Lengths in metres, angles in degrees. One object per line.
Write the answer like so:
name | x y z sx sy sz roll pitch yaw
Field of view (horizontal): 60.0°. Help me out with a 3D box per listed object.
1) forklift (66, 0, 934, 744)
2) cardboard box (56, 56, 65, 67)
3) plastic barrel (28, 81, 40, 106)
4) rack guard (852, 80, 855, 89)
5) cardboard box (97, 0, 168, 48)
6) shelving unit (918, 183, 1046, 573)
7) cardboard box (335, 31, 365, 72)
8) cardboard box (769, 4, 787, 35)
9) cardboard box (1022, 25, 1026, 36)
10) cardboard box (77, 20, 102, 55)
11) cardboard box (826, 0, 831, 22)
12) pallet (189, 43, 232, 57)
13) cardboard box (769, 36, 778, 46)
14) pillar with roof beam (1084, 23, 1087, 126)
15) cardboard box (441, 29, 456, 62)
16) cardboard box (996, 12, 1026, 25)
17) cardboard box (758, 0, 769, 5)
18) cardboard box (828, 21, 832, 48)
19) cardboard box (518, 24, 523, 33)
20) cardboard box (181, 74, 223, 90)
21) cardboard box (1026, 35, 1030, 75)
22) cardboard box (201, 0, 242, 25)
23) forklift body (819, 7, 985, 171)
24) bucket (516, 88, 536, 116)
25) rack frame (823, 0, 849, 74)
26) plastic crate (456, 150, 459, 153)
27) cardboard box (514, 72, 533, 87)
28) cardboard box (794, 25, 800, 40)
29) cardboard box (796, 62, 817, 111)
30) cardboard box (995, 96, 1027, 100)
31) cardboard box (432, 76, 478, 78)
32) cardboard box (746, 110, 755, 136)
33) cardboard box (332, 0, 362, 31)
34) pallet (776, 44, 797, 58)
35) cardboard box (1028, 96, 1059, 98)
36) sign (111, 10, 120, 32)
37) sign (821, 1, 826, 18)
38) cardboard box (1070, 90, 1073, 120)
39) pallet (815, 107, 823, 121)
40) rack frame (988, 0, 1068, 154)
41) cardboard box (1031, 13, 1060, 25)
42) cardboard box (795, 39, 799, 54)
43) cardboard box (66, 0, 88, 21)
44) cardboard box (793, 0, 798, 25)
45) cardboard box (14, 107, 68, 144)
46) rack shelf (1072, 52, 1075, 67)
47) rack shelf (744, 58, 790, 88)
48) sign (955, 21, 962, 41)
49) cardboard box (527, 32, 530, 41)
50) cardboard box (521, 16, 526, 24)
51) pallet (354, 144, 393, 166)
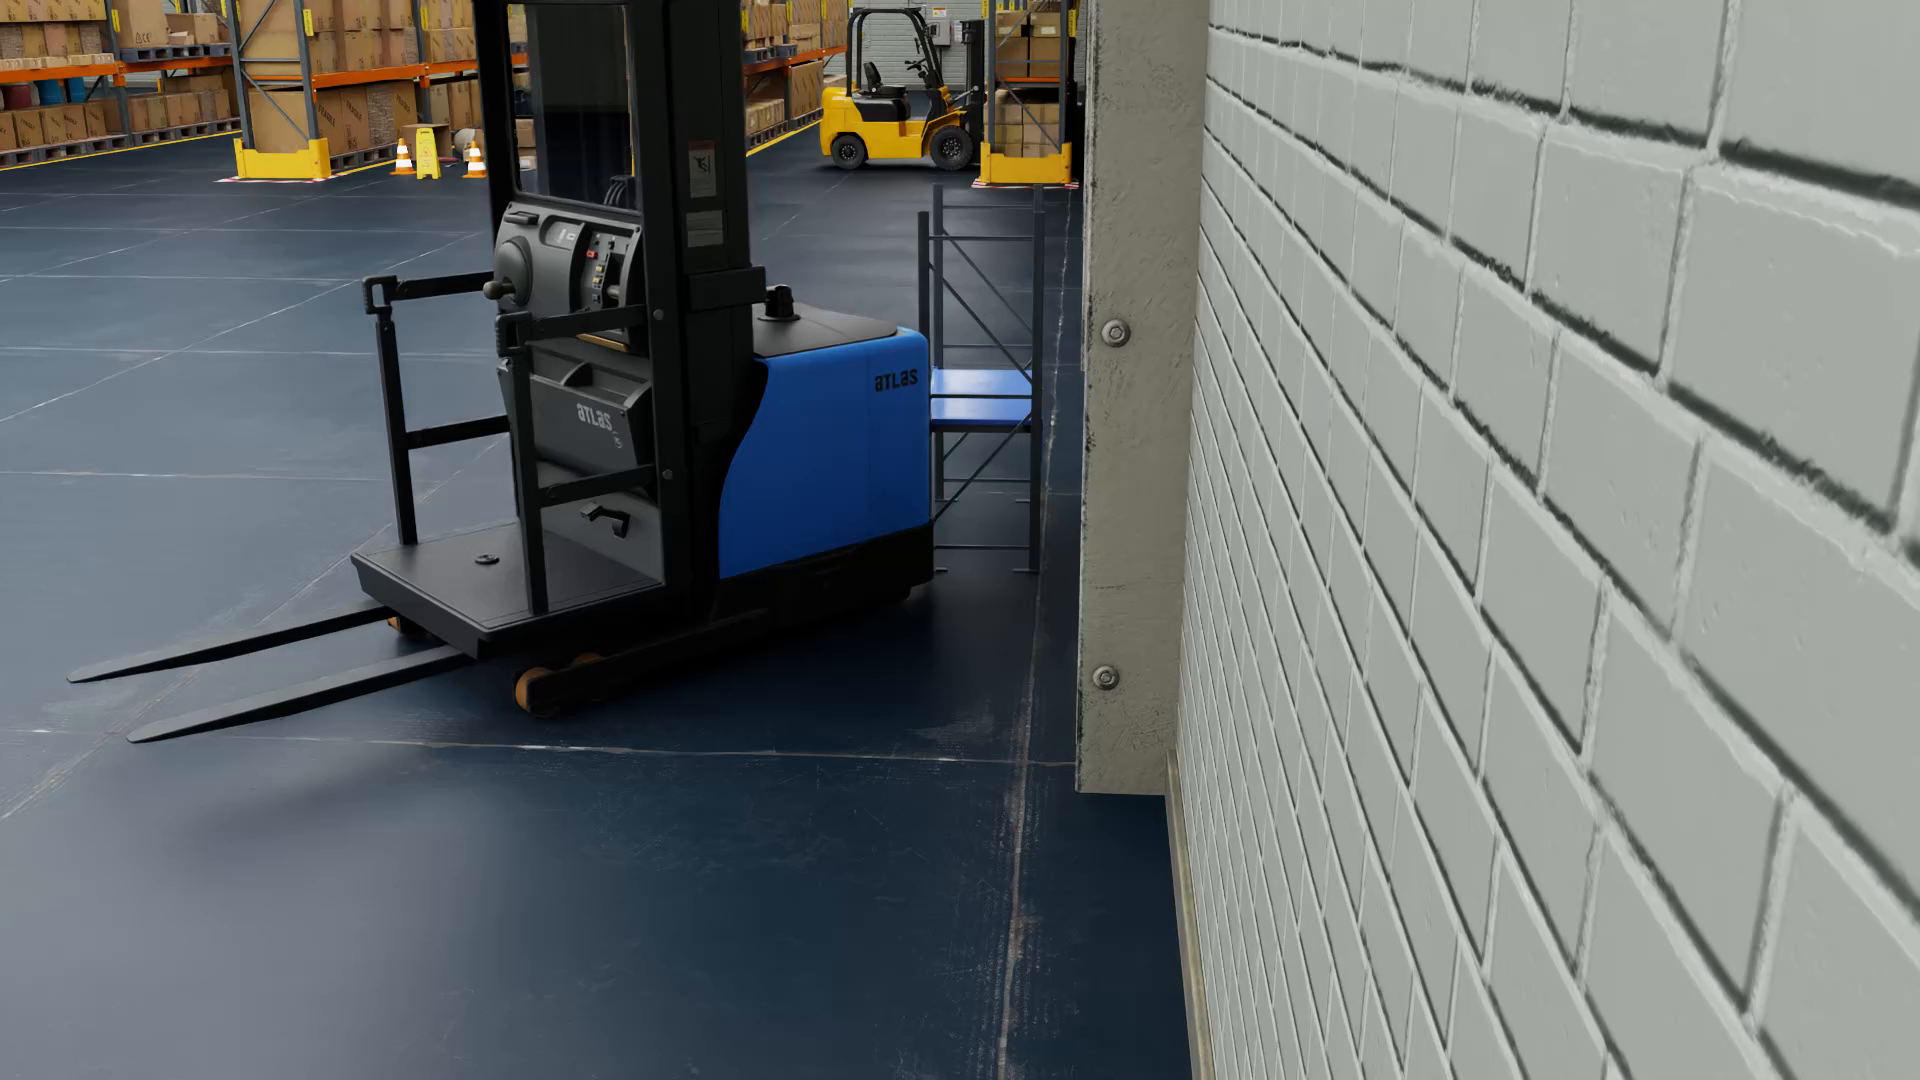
forklift | -1.537 -0.979 5.703 3.031 2.935 1.130 -16 24 -40
cardboard box | -13.548 -7.102 24.683 0.380 0.149 0.250 1 18 4
plastic barrel | -18.290 -8.732 32.576 0.421 0.512 0.421 0 18 0
rack guard | -2.940 -10.007 37.160 1.175 0.500 0.348 1 18 4
cardboard box | -13.490 -8.410 26.634 1.000 1.000 1.000 1 18 4
shelving unit | 0.106 -0.741 7.275 0.538 1.500 1.048 1 18 2
cardboard box | -8.869 -6.827 23.200 0.875 0.550 0.550 1 18 4
cardboard box | -3.271 -8.944 28.588 0.500 0.500 0.500 1 18 2
cardboard box | 0.676 -6.737 21.965 0.380 0.149 0.250 2 18 5
cardboard box | -13.781 -7.732 25.565 0.875 0.500 0.500 1 18 4
cardboard box | -2.911 -10.767 33.698 0.500 0.500 0.500 1 18 3
pallet | -13.345 -8.609 29.187 1.213 0.211 1.003 1 18 4
cardboard box | -3.257 -8.348 27.811 0.380 0.149 0.250 2 18 5
pillar with roof beam | -2.053 -11.115 26.893 9.100 9.000 0.400 1 18 4
cardboard box | -8.405 -7.901 26.558 0.500 0.500 0.500 1 18 4
cardboard box | 0.664 -6.799 21.675 0.380 0.149 0.250 1 18 4
cardboard box | -3.351 -8.885 27.367 0.380 0.149 0.250 0 18 1
cardboard box | -2.894 -10.289 33.845 0.500 0.500 0.500 1 18 4
cardboard box | -8.192 -9.316 30.289 0.380 0.149 0.250 1 18 2
cardboard box | -13.418 -8.093 29.407 0.500 0.250 0.500 2 18 6
cardboard box | 0.682 -6.476 22.208 0.500 0.500 0.500 2 18 6
cardboard box | -13.331 -9.675 30.360 0.797 0.503 0.637 2 18 6
forklift body | -0.822 -6.335 23.302 2.313 2.155 1.214 1 18 4
bucket | -6.457 -6.613 25.602 0.726 0.611 0.620 8 10 23
rack frame | -2.942 -11.187 36.748 1.000 3.000 0.127 1 18 4
plastic crate | -7.453 -6.147 25.790 0.450 0.188 0.662 0 15 35
cardboard box | -8.133 -8.516 30.731 0.500 0.250 0.500 1 18 3
cardboard box | -3.195 -9.181 30.064 0.500 0.250 0.500 2 18 5
cardboard box | -3.250 -8.660 31.772 0.875 0.875 0.875 2 18 6
cardboard box | 0.685 -6.099 23.356 0.500 0.250 0.500 1 18 3
cardboard box | -8.593 -7.725 29.121 1.050 0.750 0.750 1 18 3
cardboard box | -3.767 -6.574 26.215 0.950 0.372 0.625 2 18 5
cardboard box | -8.845 -7.340 23.031 0.875 0.550 0.550 1 18 4
pallet | -3.460 -8.388 28.512 1.213 0.211 1.003 1 18 4
cardboard box | 1.208 -6.091 23.330 0.500 0.250 0.500 1 18 3
sign | -13.145 -8.083 25.884 0.100 0.325 0.005 1 18 4
sign | -2.687 -10.449 32.761 0.100 0.325 0.005 1 18 4
cardboard box | 1.745 -7.729 29.535 0.500 0.500 0.500 2 18 6
pallet | -3.209 -8.379 32.654 1.003 0.211 1.213 1 18 4
rack frame | 0.862 -6.108 21.248 1.000 3.000 0.127 1 18 4
cardboard box | 1.099 -6.705 21.389 0.380 0.149 0.250 1 18 3
cardboard box | -3.210 -8.938 30.123 0.500 0.250 0.500 1 18 2
cardboard box | -13.479 -8.044 24.912 0.500 0.500 0.500 1 18 4
cardboard box | -3.210 -9.527 29.916 0.500 0.500 0.500 1 18 4
cardboard box | -13.755 -6.197 24.859 0.500 0.500 0.500 0 18 -1
rack shelf | 1.579 -8.872 30.838 1.077 0.370 4.000 1 18 4
rack shelf | -3.659 -7.740 27.382 1.077 0.370 4.000 1 18 4
sign | 0.031 -12.855 41.990 0.329 0.494 0.001 1 18 4
cardboard box | -8.154 -9.330 30.809 0.380 0.149 0.250 2 18 6
cardboard box | -8.176 -9.526 30.451 0.380 0.149 0.250 1 18 2
pallet | -8.964 -5.600 24.175 1.003 0.211 1.213 1 18 4
